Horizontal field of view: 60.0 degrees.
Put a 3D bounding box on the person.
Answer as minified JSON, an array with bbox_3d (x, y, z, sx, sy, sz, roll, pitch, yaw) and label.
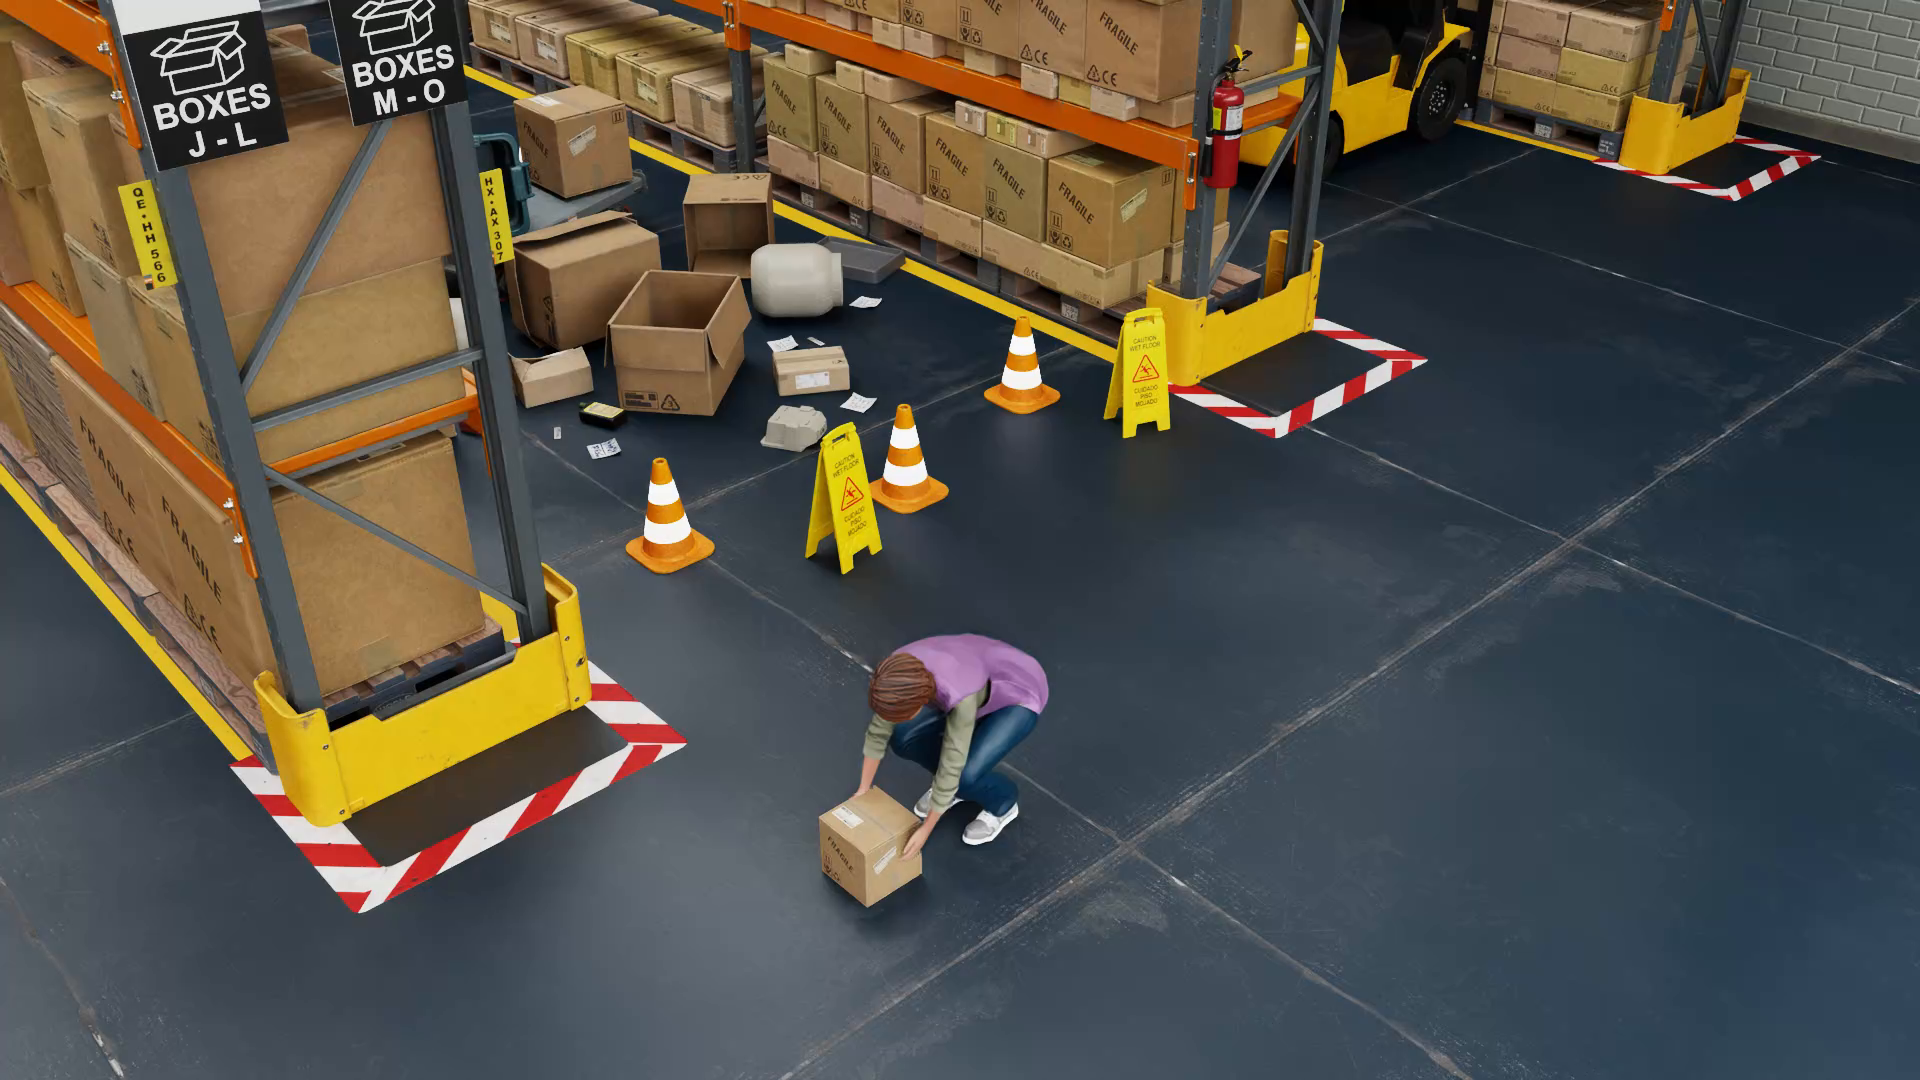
[{"bbox_3d":[0.031,0.631,5.791,0.666,0.768,0.443,-26,41,-35],"label":"person"}]
